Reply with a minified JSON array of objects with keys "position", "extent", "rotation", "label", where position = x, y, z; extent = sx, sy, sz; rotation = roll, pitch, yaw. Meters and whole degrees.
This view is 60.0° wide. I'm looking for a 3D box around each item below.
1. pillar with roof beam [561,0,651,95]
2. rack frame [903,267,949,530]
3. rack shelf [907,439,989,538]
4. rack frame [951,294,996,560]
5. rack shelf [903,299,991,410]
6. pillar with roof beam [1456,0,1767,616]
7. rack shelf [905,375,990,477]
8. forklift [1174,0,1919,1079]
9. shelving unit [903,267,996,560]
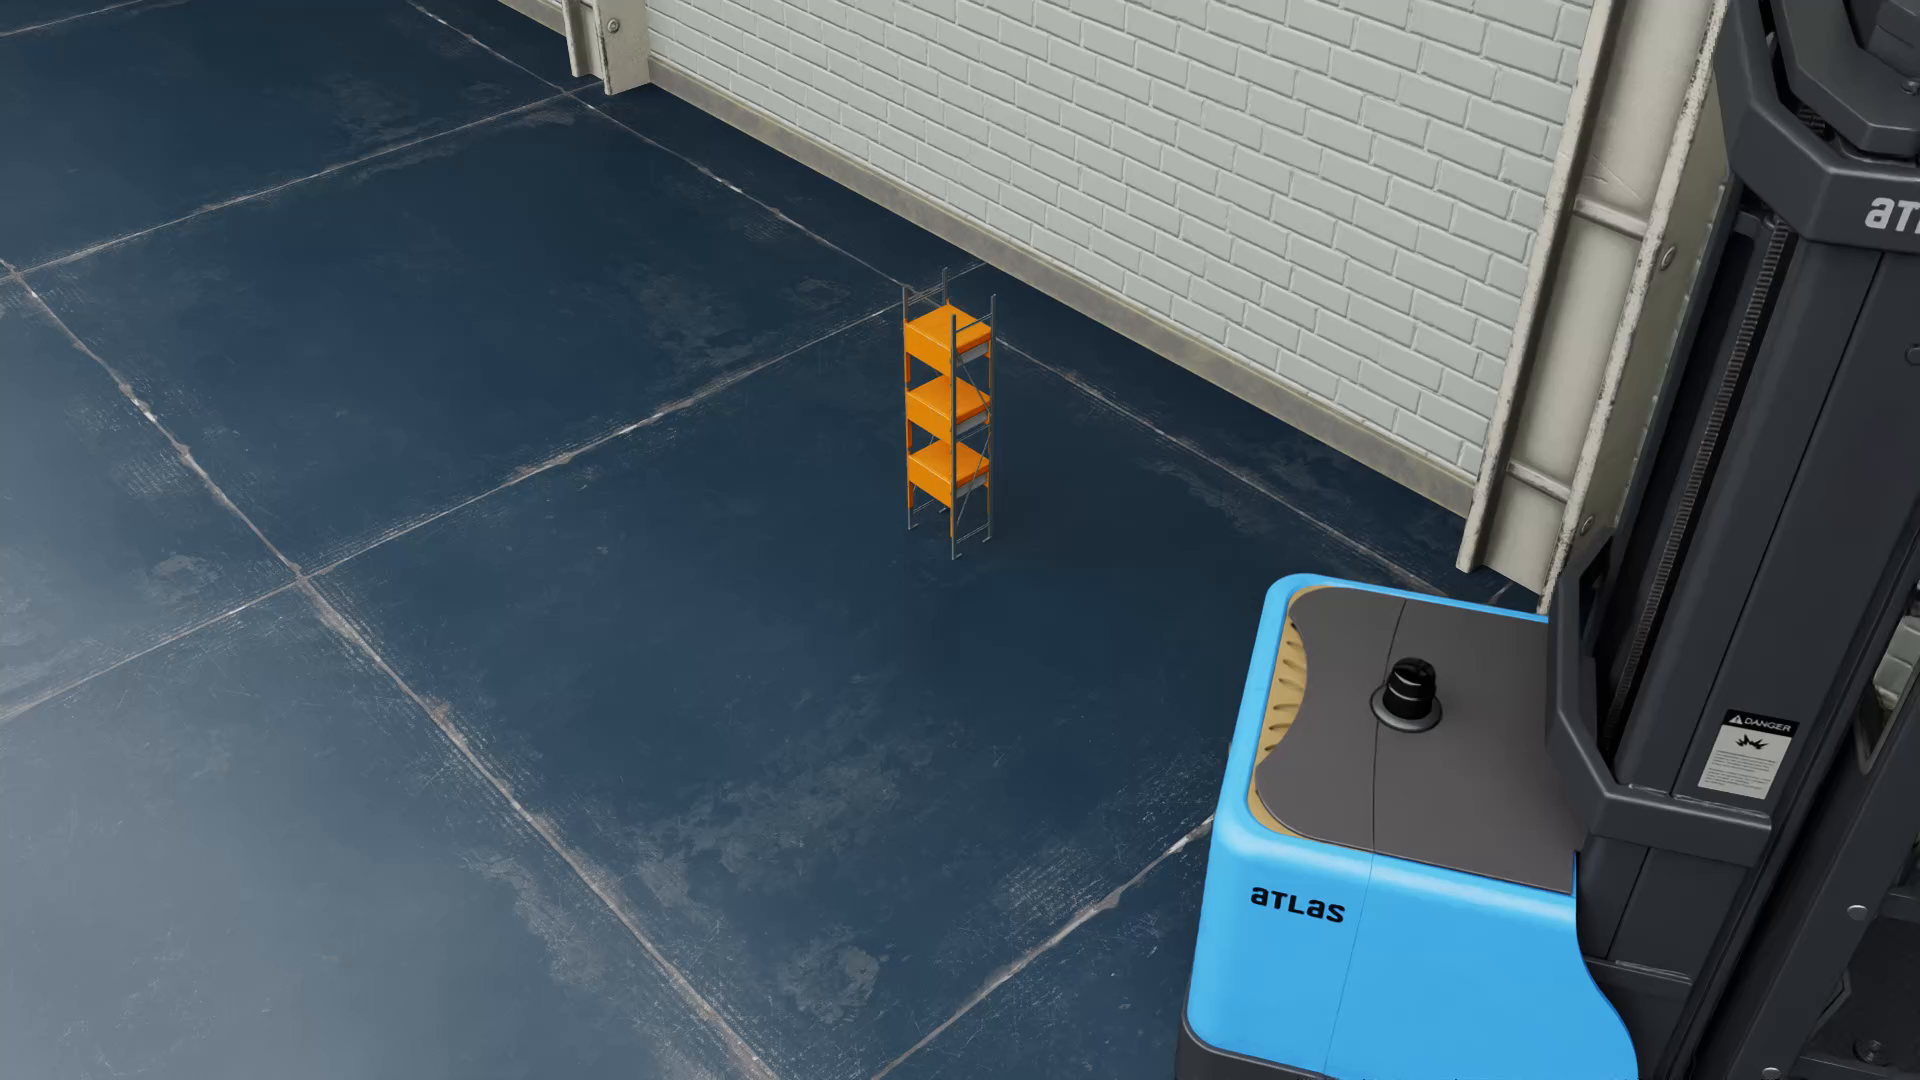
[{"position":[-5.158,-4.325,4.443],"extent":[9.100,9.000,0.400],"rotation":[-30,48,-32],"label":"pillar with roof beam"},{"position":[-0.119,-0.490,6.021],"extent":[0.200,1.050,0.008],"rotation":[-30,48,-32],"label":"rack frame"},{"position":[-0.036,-0.209,6.132],"extent":[0.215,0.259,0.240],"rotation":[-30,48,-32],"label":"rack shelf"},{"position":[0.046,-0.377,5.881],"extent":[0.200,1.050,0.008],"rotation":[-30,48,-32],"label":"rack frame"},{"position":[-0.036,-0.646,5.779],"extent":[0.215,0.259,0.240],"rotation":[-30,48,-32],"label":"rack shelf"},{"position":[-1.100,-1.548,1.005],"extent":[9.100,9.000,0.400],"rotation":[-30,48,-32],"label":"pillar with roof beam"},{"position":[-0.036,-0.425,5.957],"extent":[0.215,0.259,0.240],"rotation":[-30,48,-32],"label":"rack shelf"},{"position":[2.142,0.320,3.521],"extent":[3.031,2.935,1.130],"rotation":[10,40,13],"label":"forklift"},{"position":[-0.036,-0.433,5.951],"extent":[0.215,1.050,0.252],"rotation":[-30,48,-32],"label":"shelving unit"}]
